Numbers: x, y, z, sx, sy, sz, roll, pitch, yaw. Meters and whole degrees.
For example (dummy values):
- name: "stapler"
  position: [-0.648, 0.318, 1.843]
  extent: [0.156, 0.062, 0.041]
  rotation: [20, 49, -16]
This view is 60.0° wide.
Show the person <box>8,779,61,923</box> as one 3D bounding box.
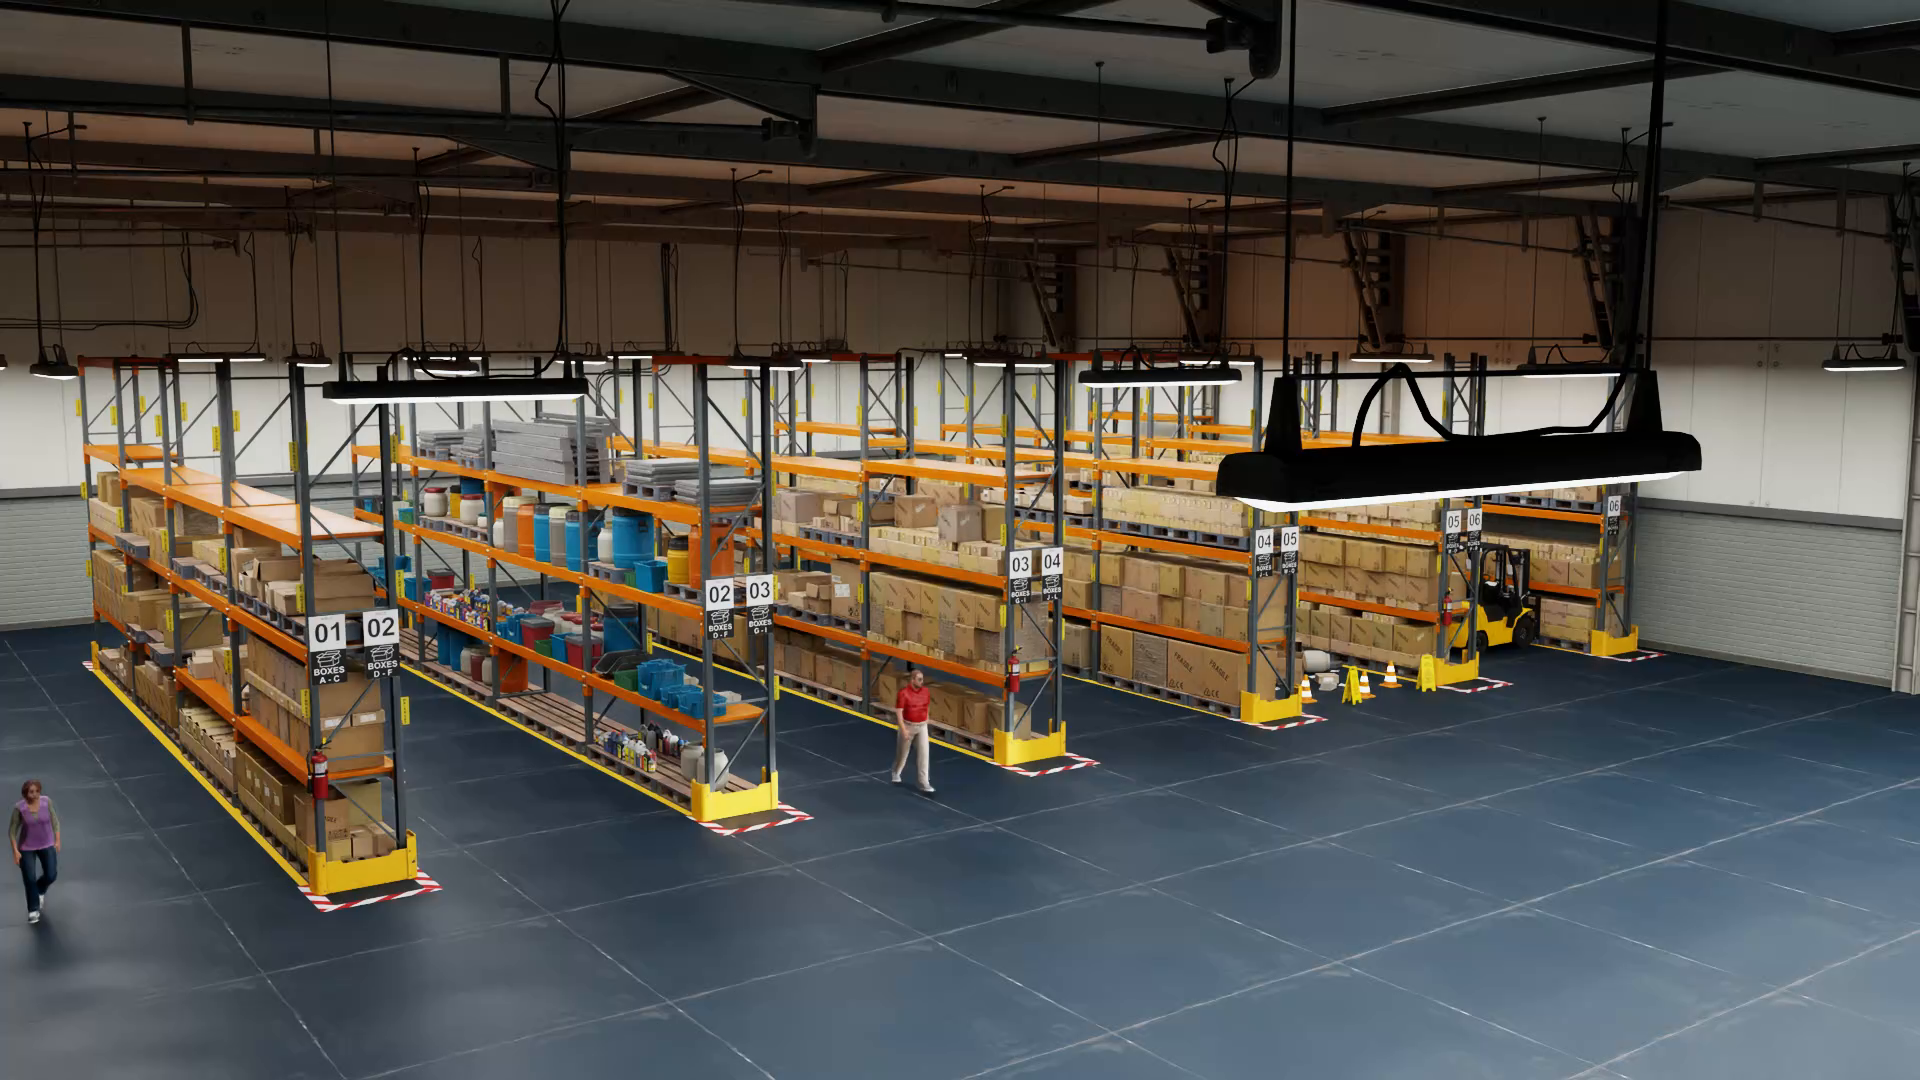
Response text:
- name: "person"
  position: [-10.126, 3.365, 18.195]
  extent: [0.501, 1.582, 0.474]
  rotation: [-5, 9, -37]

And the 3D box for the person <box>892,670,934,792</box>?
- name: "person"
  position: [-0.630, 2.657, 23.392]
  extent: [0.594, 1.674, 1.014]
  rotation: [-4, 8, -30]
